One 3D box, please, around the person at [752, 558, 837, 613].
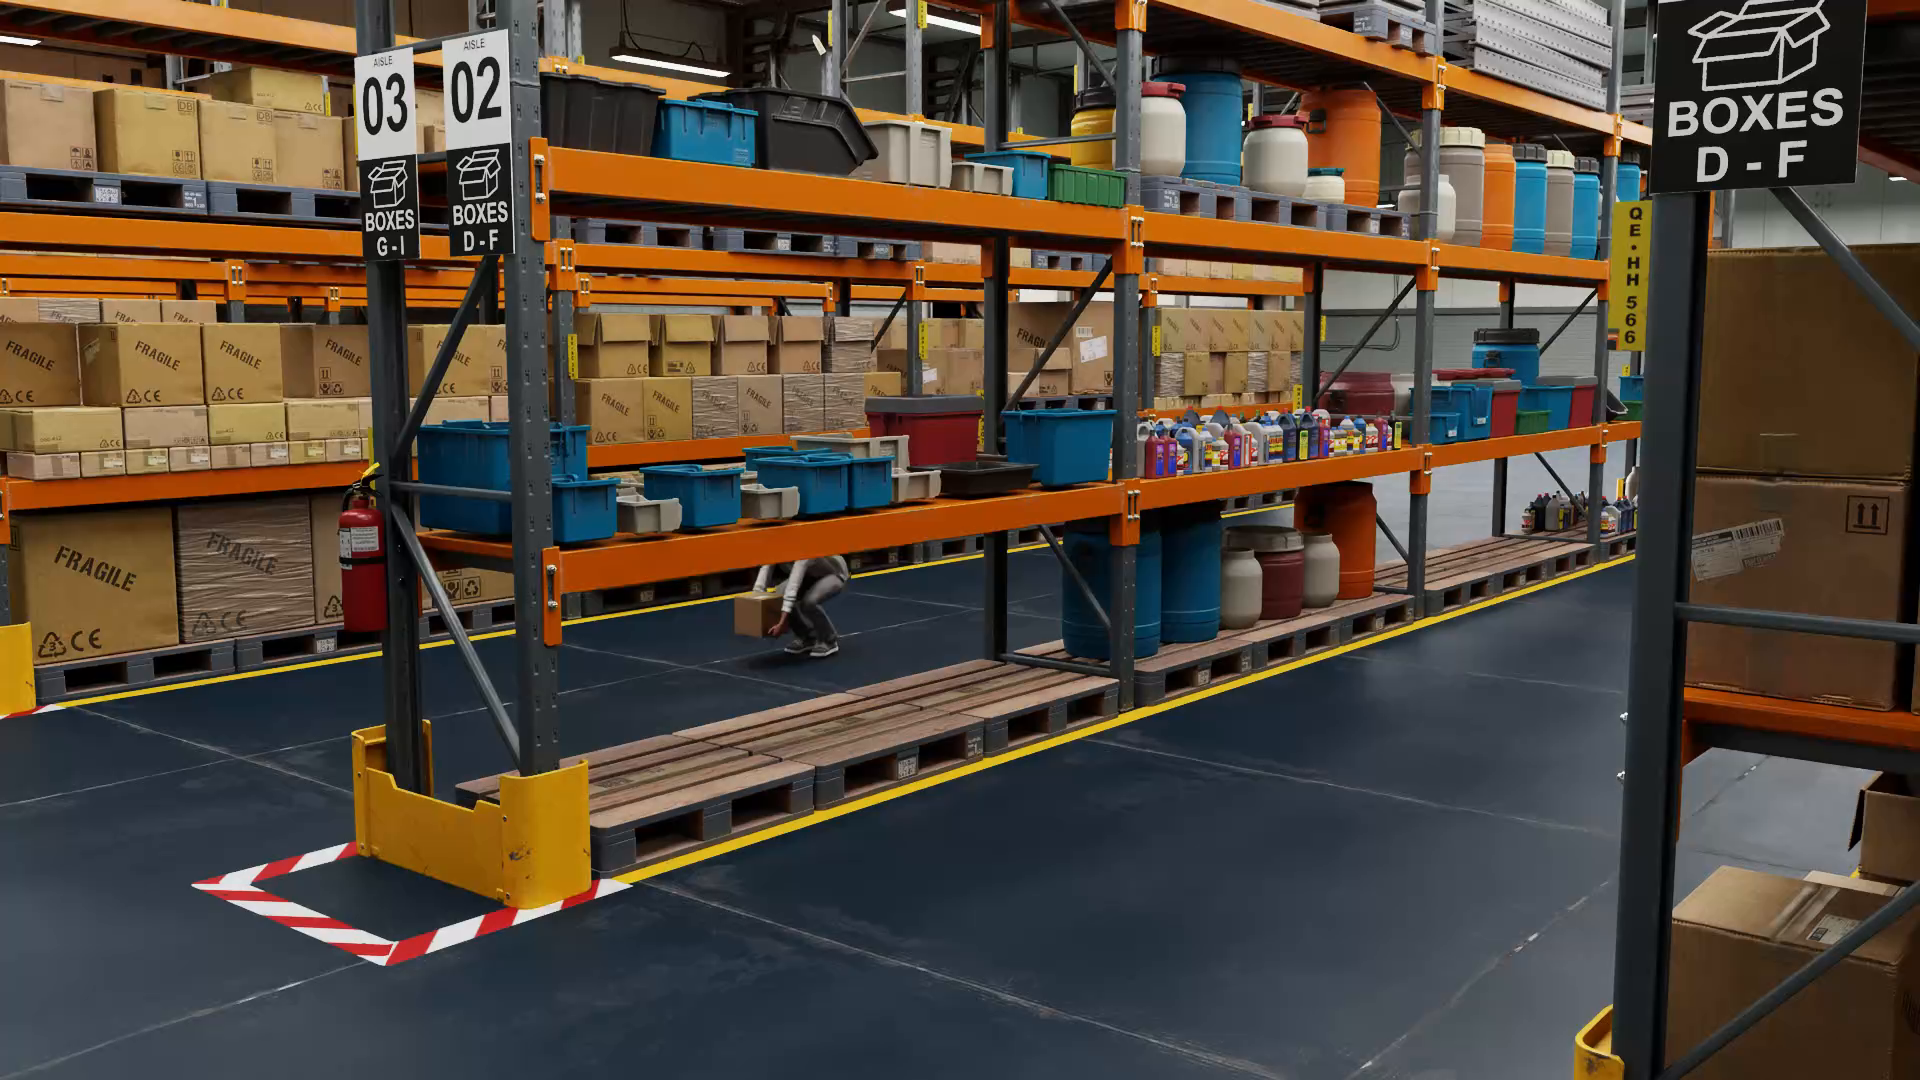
[{"bbox_3d":[-1.035,0.195,11.061,0.380,0.483,0.706,5,9,37],"label":"person"}]
